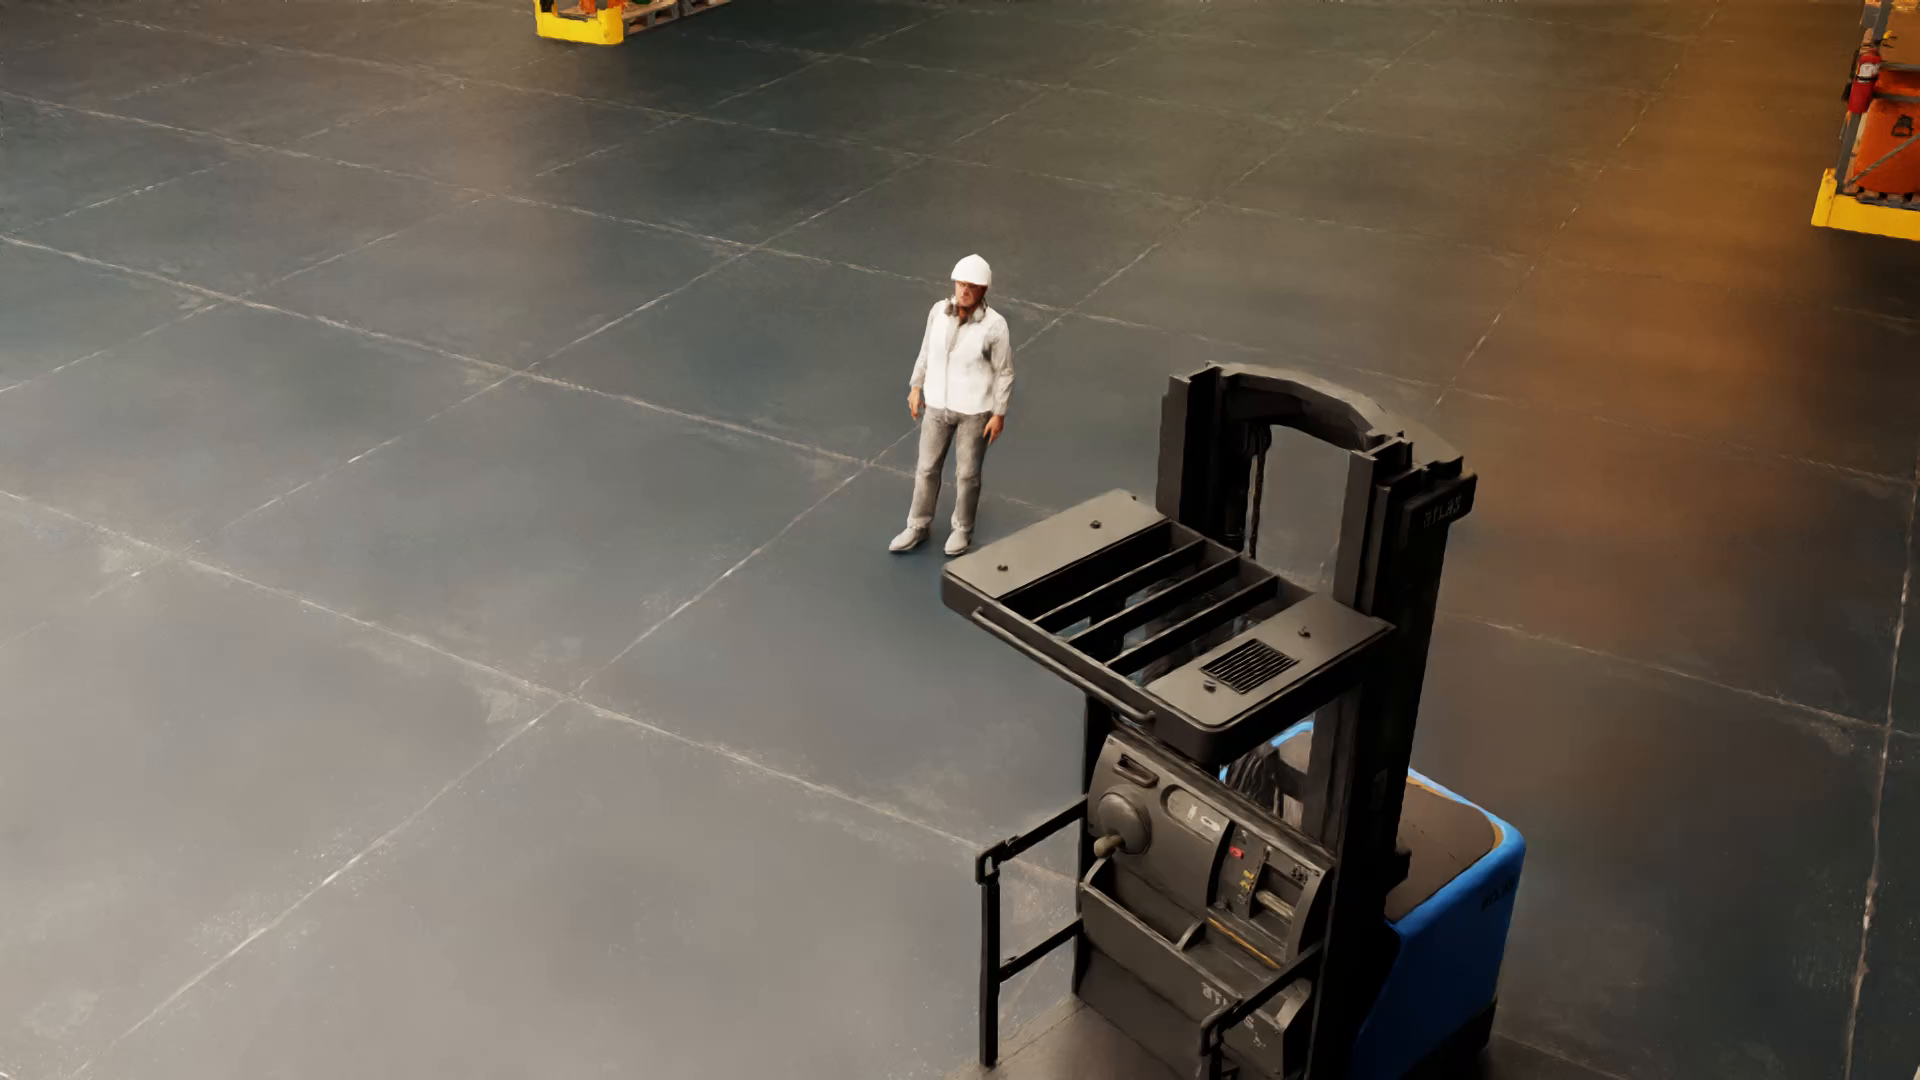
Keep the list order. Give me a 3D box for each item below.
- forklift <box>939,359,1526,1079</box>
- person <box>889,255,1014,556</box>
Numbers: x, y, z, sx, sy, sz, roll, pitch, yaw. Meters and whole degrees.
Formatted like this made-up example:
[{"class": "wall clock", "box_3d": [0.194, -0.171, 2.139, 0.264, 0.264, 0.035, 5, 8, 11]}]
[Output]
[{"class": "forklift", "box_3d": [0.627, 1.024, 5.297, 3.031, 2.935, 1.130, -24, 37, -35]}, {"class": "person", "box_3d": [-0.037, -0.749, 9.512, 0.632, 1.773, 0.567, 15, 33, 25]}]
